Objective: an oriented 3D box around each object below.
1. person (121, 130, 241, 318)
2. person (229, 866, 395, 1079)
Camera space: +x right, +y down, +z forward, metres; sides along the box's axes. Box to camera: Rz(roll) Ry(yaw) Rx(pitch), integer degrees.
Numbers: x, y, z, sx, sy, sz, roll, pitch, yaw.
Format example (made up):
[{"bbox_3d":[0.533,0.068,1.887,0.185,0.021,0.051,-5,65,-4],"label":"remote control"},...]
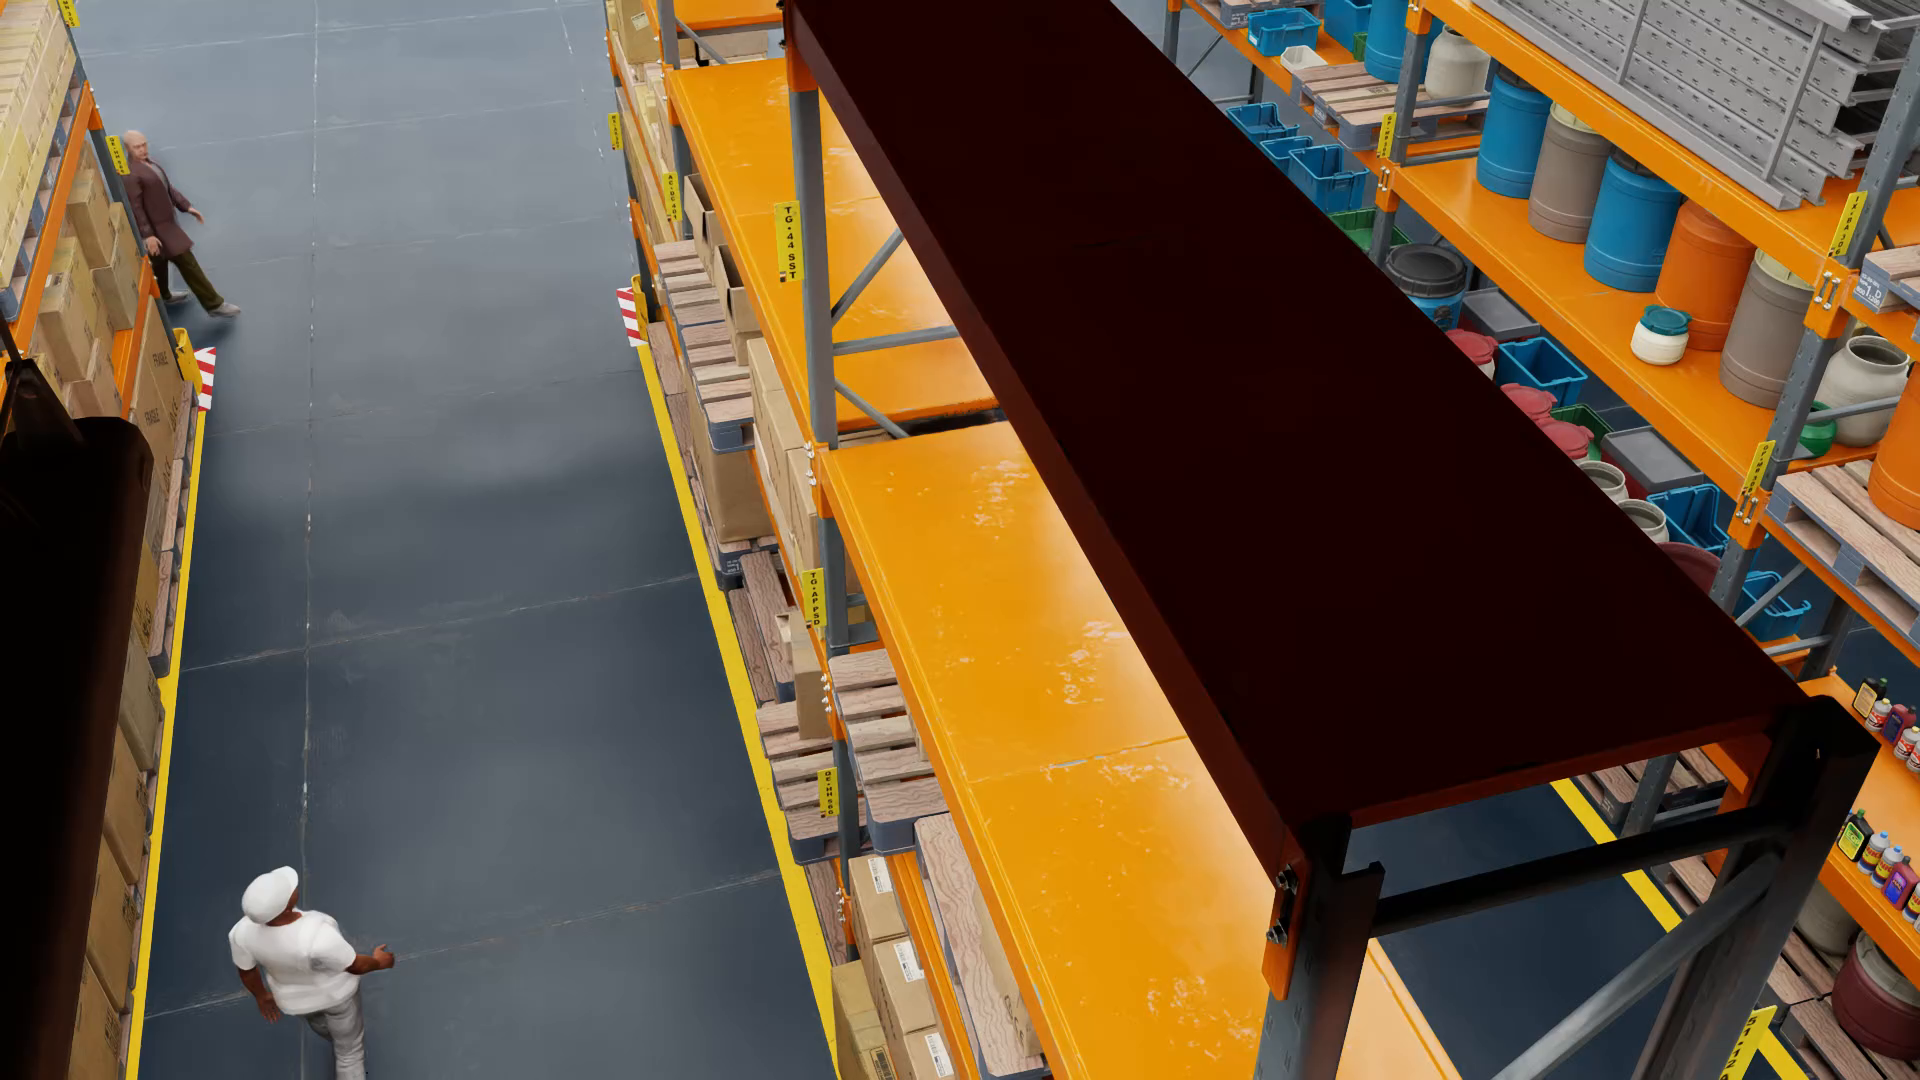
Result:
[{"bbox_3d":[-7.132,-2.786,15.001,0.851,1.646,0.735,-12,40,-15],"label":"person"},{"bbox_3d":[-3.232,2.202,8.420,0.690,1.724,0.979,-7,39,-9],"label":"person"}]
